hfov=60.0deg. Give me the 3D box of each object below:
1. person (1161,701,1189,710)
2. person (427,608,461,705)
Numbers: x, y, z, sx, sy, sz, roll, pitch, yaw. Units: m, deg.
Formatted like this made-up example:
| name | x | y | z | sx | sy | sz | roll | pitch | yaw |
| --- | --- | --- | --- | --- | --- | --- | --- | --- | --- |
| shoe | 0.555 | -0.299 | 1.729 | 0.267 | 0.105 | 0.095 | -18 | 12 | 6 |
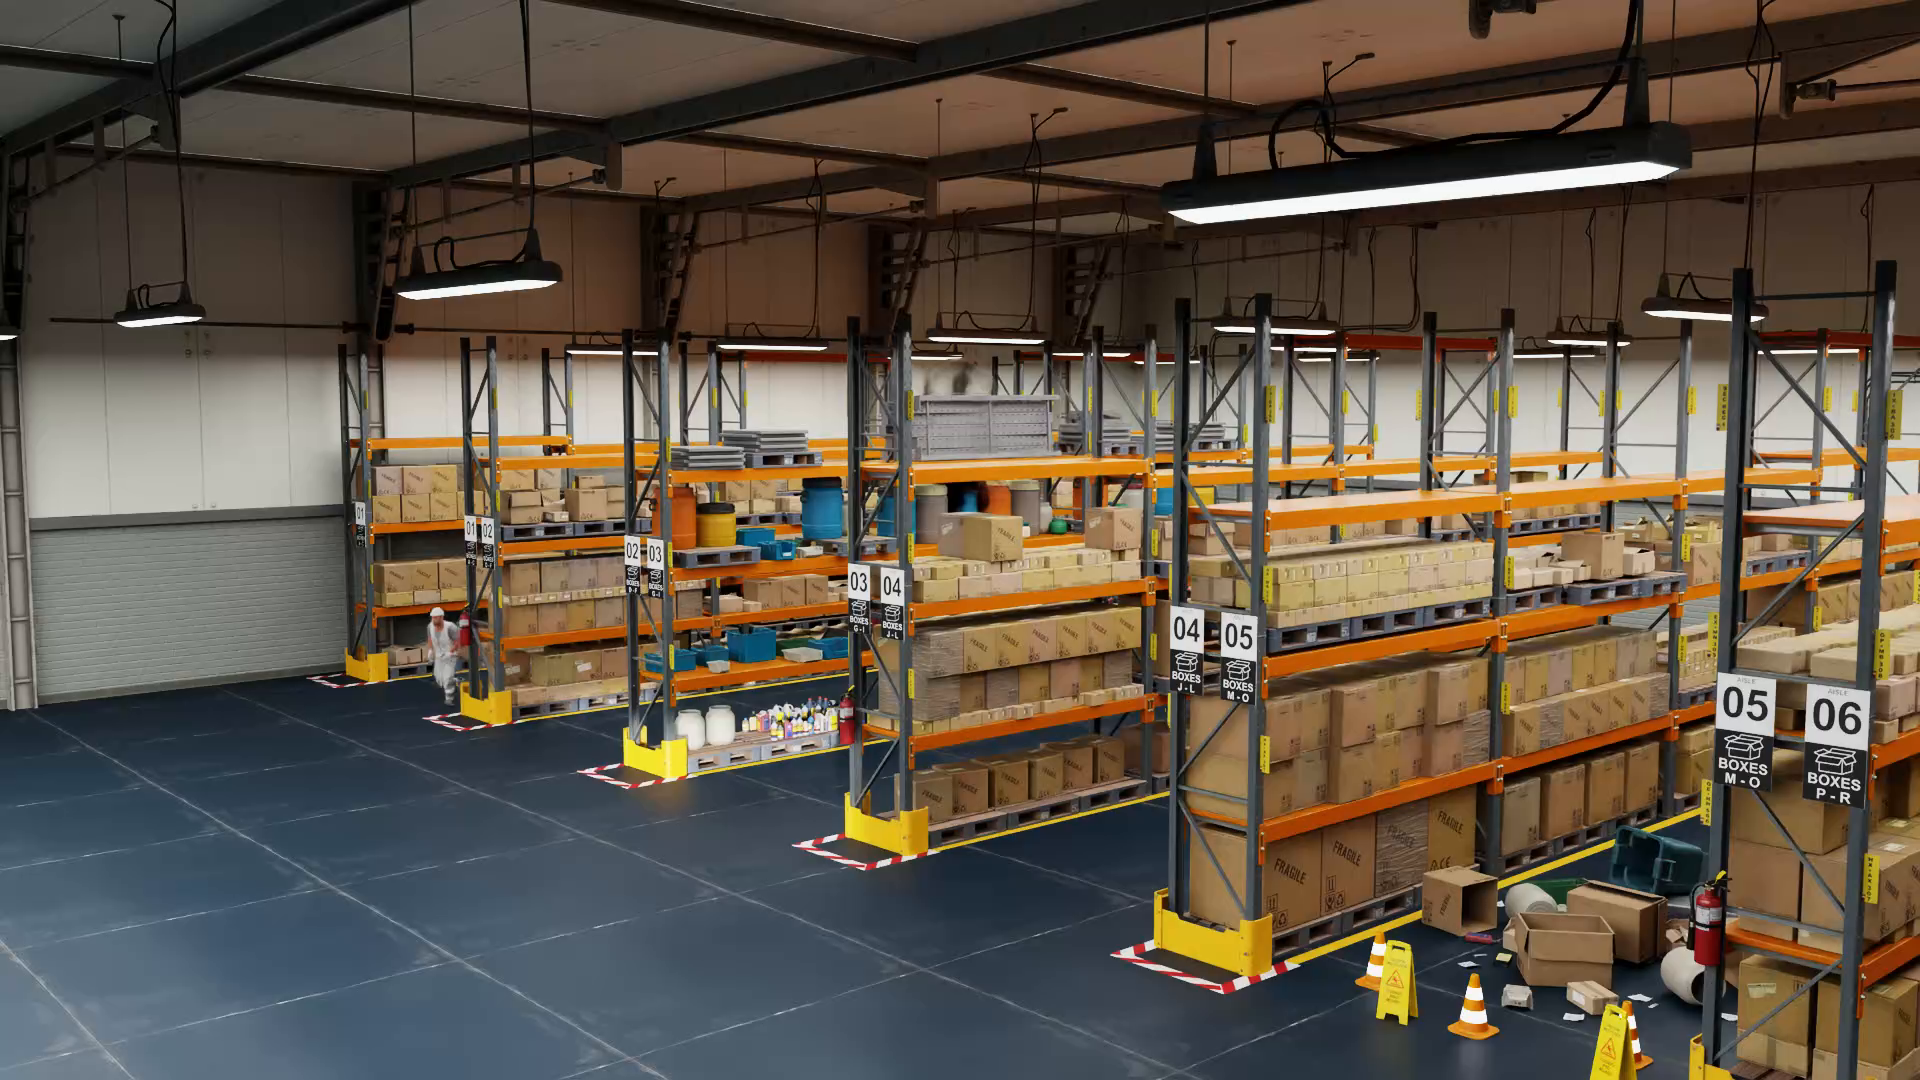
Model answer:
| name | x | y | z | sx | sy | sz | roll | pitch | yaw |
| --- | --- | --- | --- | --- | --- | --- | --- | --- | --- |
| person | 3.219 | 1.799 | 25.442 | 0.764 | 1.682 | 0.724 | -4 | 7 | -39 |
| person | -8.455 | 1.900 | 27.340 | 0.662 | 1.639 | 0.788 | 2 | 5 | 18 |
